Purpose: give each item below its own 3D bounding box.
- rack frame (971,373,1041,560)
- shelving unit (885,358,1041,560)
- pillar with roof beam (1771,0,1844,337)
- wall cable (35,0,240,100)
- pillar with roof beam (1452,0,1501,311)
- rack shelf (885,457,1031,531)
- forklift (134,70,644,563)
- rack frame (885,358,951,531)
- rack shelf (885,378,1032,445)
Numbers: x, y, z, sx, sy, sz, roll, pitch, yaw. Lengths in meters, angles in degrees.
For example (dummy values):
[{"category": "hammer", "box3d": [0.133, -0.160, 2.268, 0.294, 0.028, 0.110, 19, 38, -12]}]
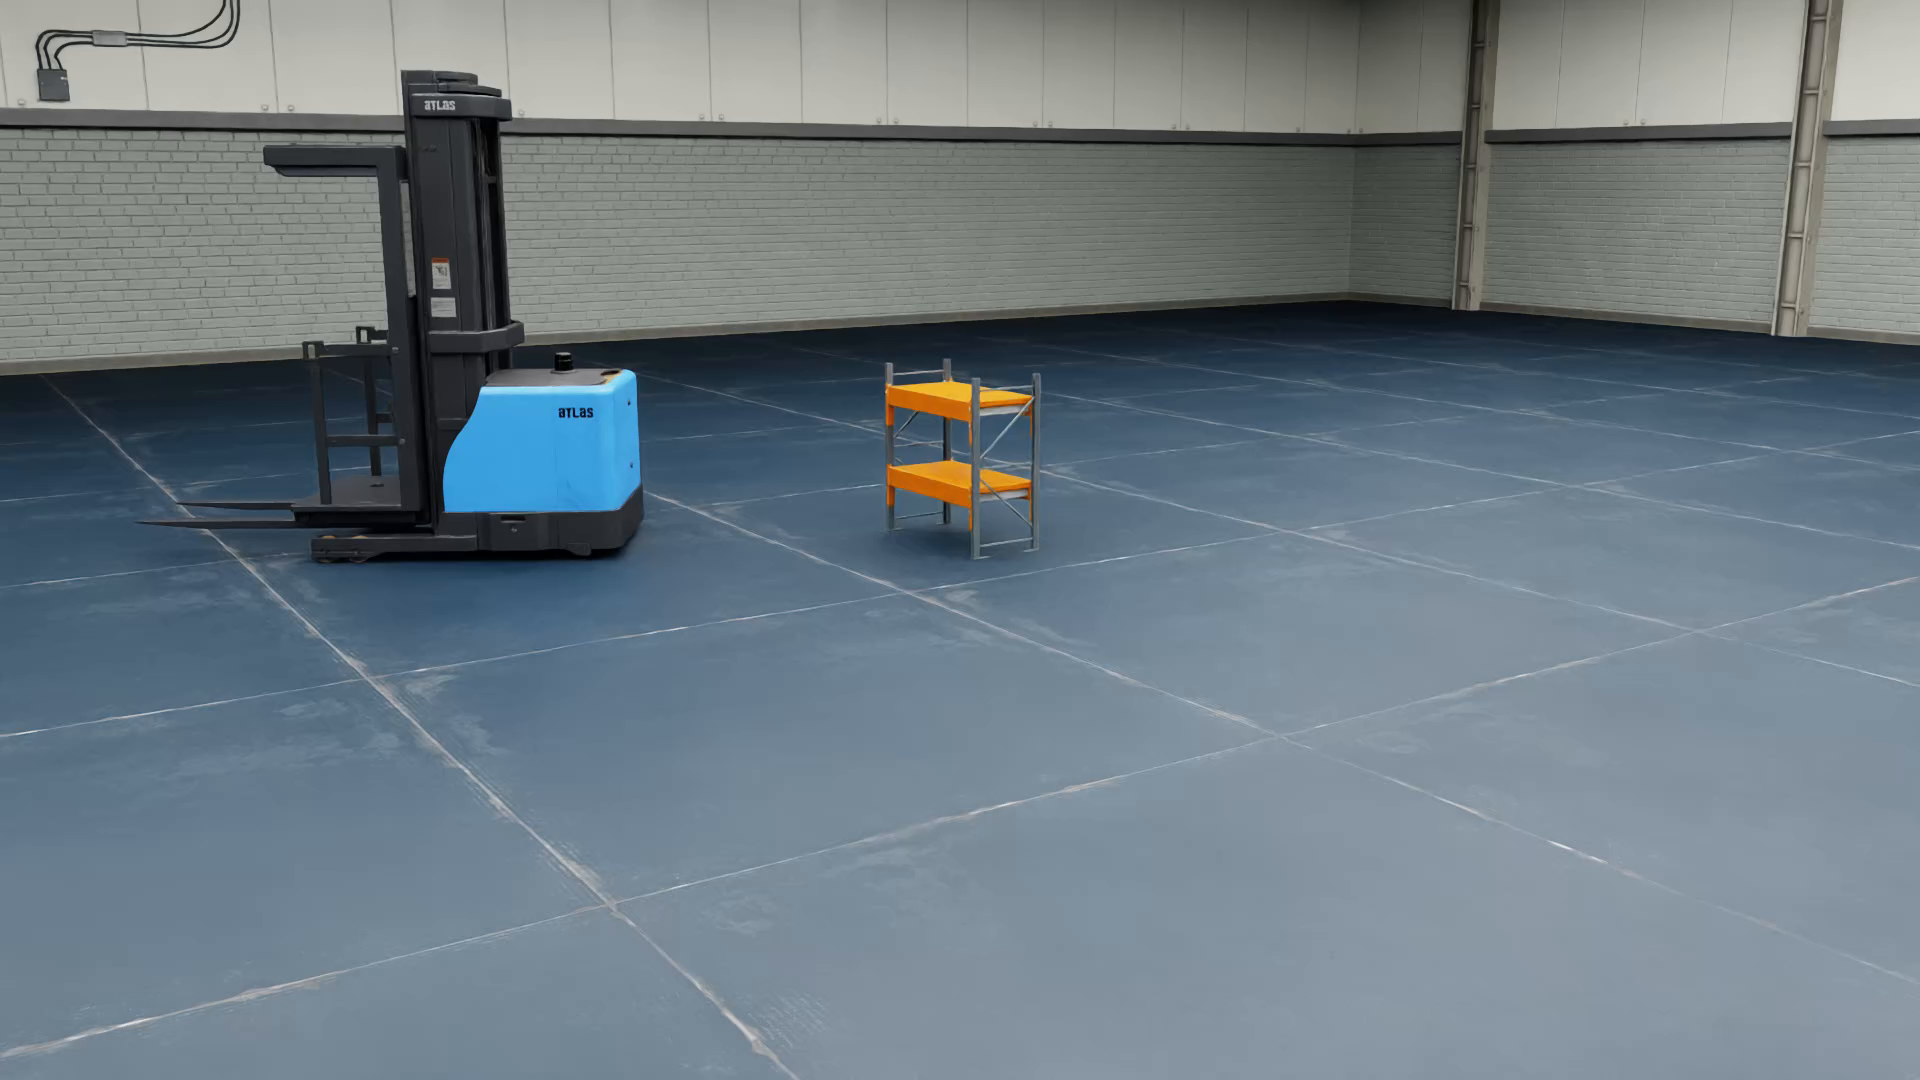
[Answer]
[{"category": "rack frame", "box3d": [0.285, -0.458, 10.323, 0.500, 1.125, 0.032, -8, 15, -33]}, {"category": "shelving unit", "box3d": [0.004, -0.548, 10.736, 0.538, 1.125, 1.048, -8, 15, -33]}, {"category": "pillar with roof beam", "box3d": [8.755, -6.924, 21.462, 9.100, 9.000, 0.400, -8, 15, -33]}, {"category": "wall cable", "box3d": [-9.828, -8.235, 19.496, 2.305, 6.003, 0.169, -8, 15, -33]}, {"category": "pillar with roof beam", "box3d": [5.431, -7.991, 26.341, 9.100, 9.000, 0.400, -8, 15, -33]}, {"category": "rack shelf", "box3d": [0.004, -0.309, 10.788, 0.538, 0.278, 1.000, -8, 15, -33]}, {"category": "forklift", "box3d": [-3.629, -1.407, 10.435, 3.031, 2.935, 1.130, 0, 12, -2]}, {"category": "rack frame", "box3d": [-0.278, -0.639, 11.150, 0.500, 1.125, 0.032, -8, 15, -33]}, {"category": "rack shelf", "box3d": [0.004, -0.834, 10.674, 0.538, 0.278, 1.000, -8, 15, -33]}]
